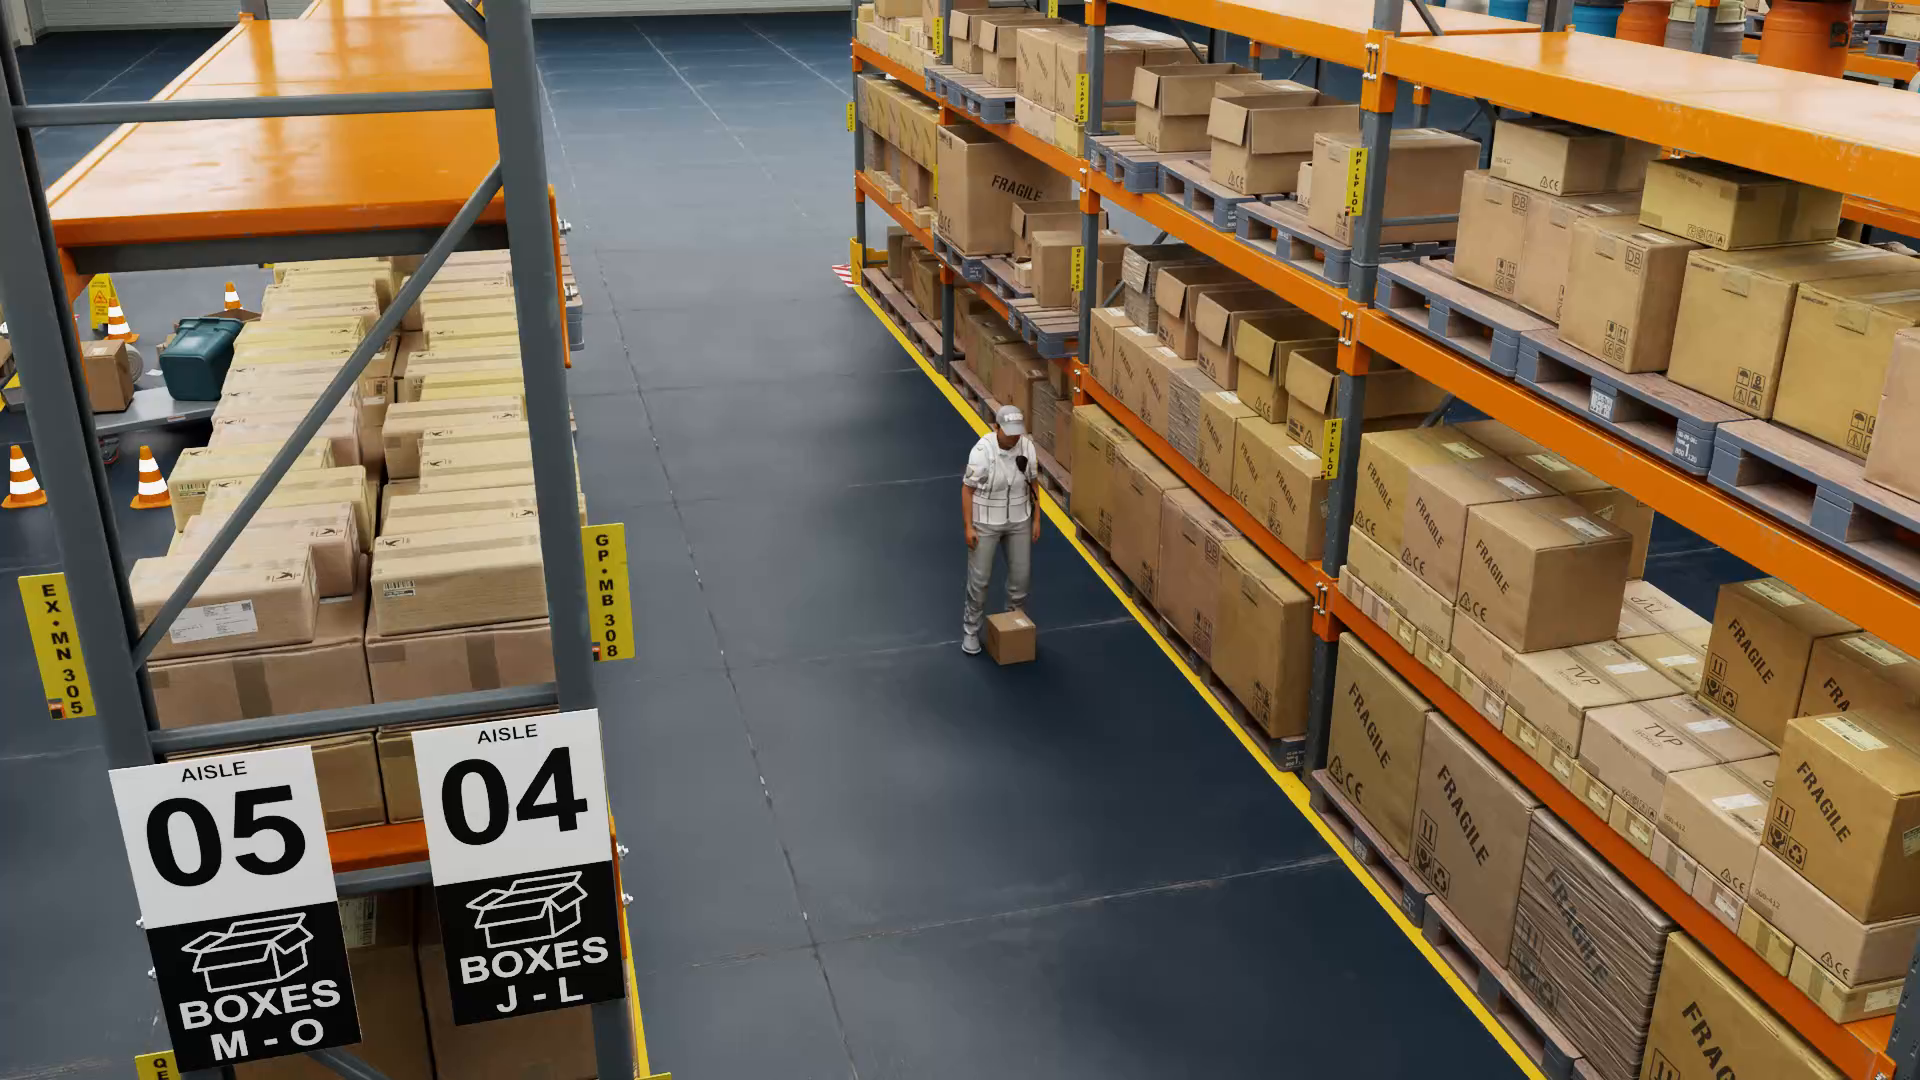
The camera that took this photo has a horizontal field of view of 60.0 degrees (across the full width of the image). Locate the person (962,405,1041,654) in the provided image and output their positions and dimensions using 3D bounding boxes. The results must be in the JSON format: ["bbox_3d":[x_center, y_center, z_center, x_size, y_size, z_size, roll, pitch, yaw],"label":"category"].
[{"bbox_3d":[0.262,-0.092,10.802,0.562,1.667,0.465,-7,24,-17],"label":"person"}]
